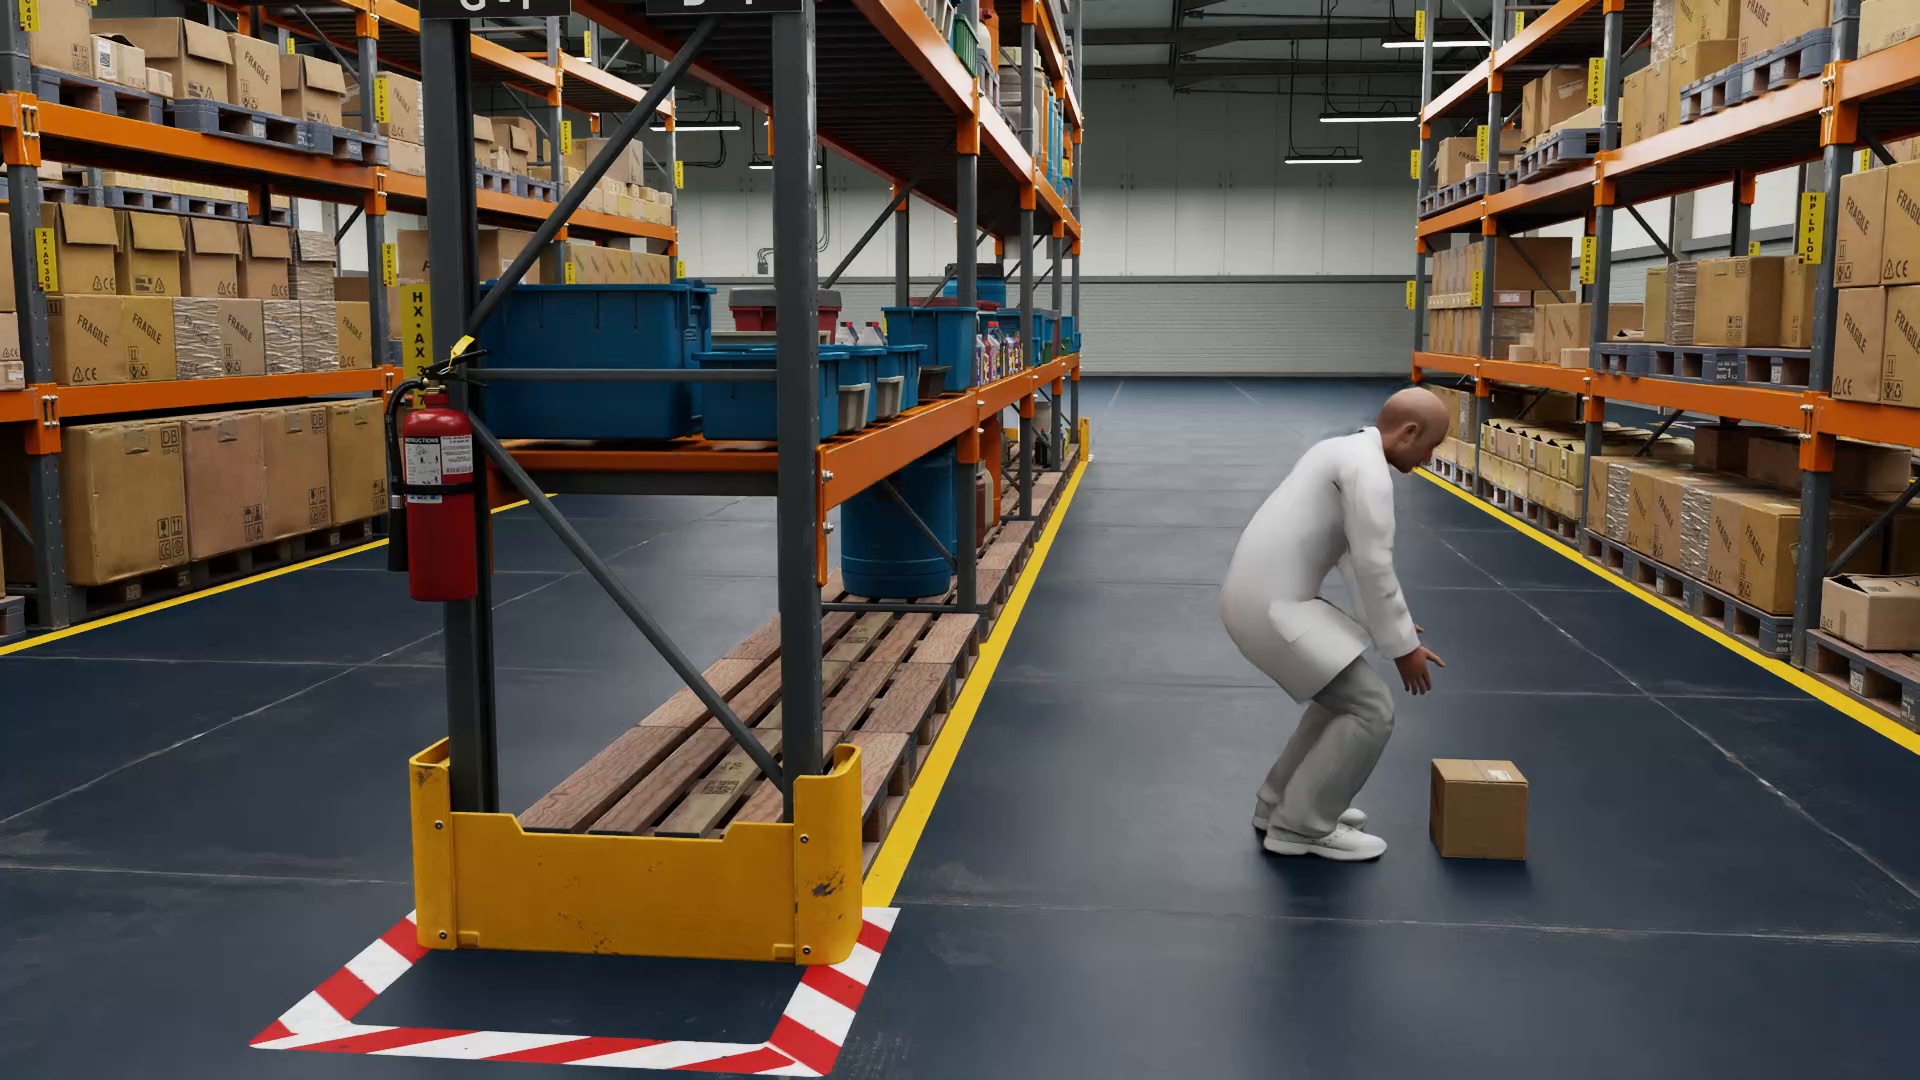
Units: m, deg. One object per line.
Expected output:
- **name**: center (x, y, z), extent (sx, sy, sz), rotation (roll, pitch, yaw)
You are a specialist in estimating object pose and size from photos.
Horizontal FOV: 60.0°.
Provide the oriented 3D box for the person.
- **person**: center (1.164, 0.250, 5.255), extent (0.701, 1.440, 0.629), rotation (1, 7, 6)
